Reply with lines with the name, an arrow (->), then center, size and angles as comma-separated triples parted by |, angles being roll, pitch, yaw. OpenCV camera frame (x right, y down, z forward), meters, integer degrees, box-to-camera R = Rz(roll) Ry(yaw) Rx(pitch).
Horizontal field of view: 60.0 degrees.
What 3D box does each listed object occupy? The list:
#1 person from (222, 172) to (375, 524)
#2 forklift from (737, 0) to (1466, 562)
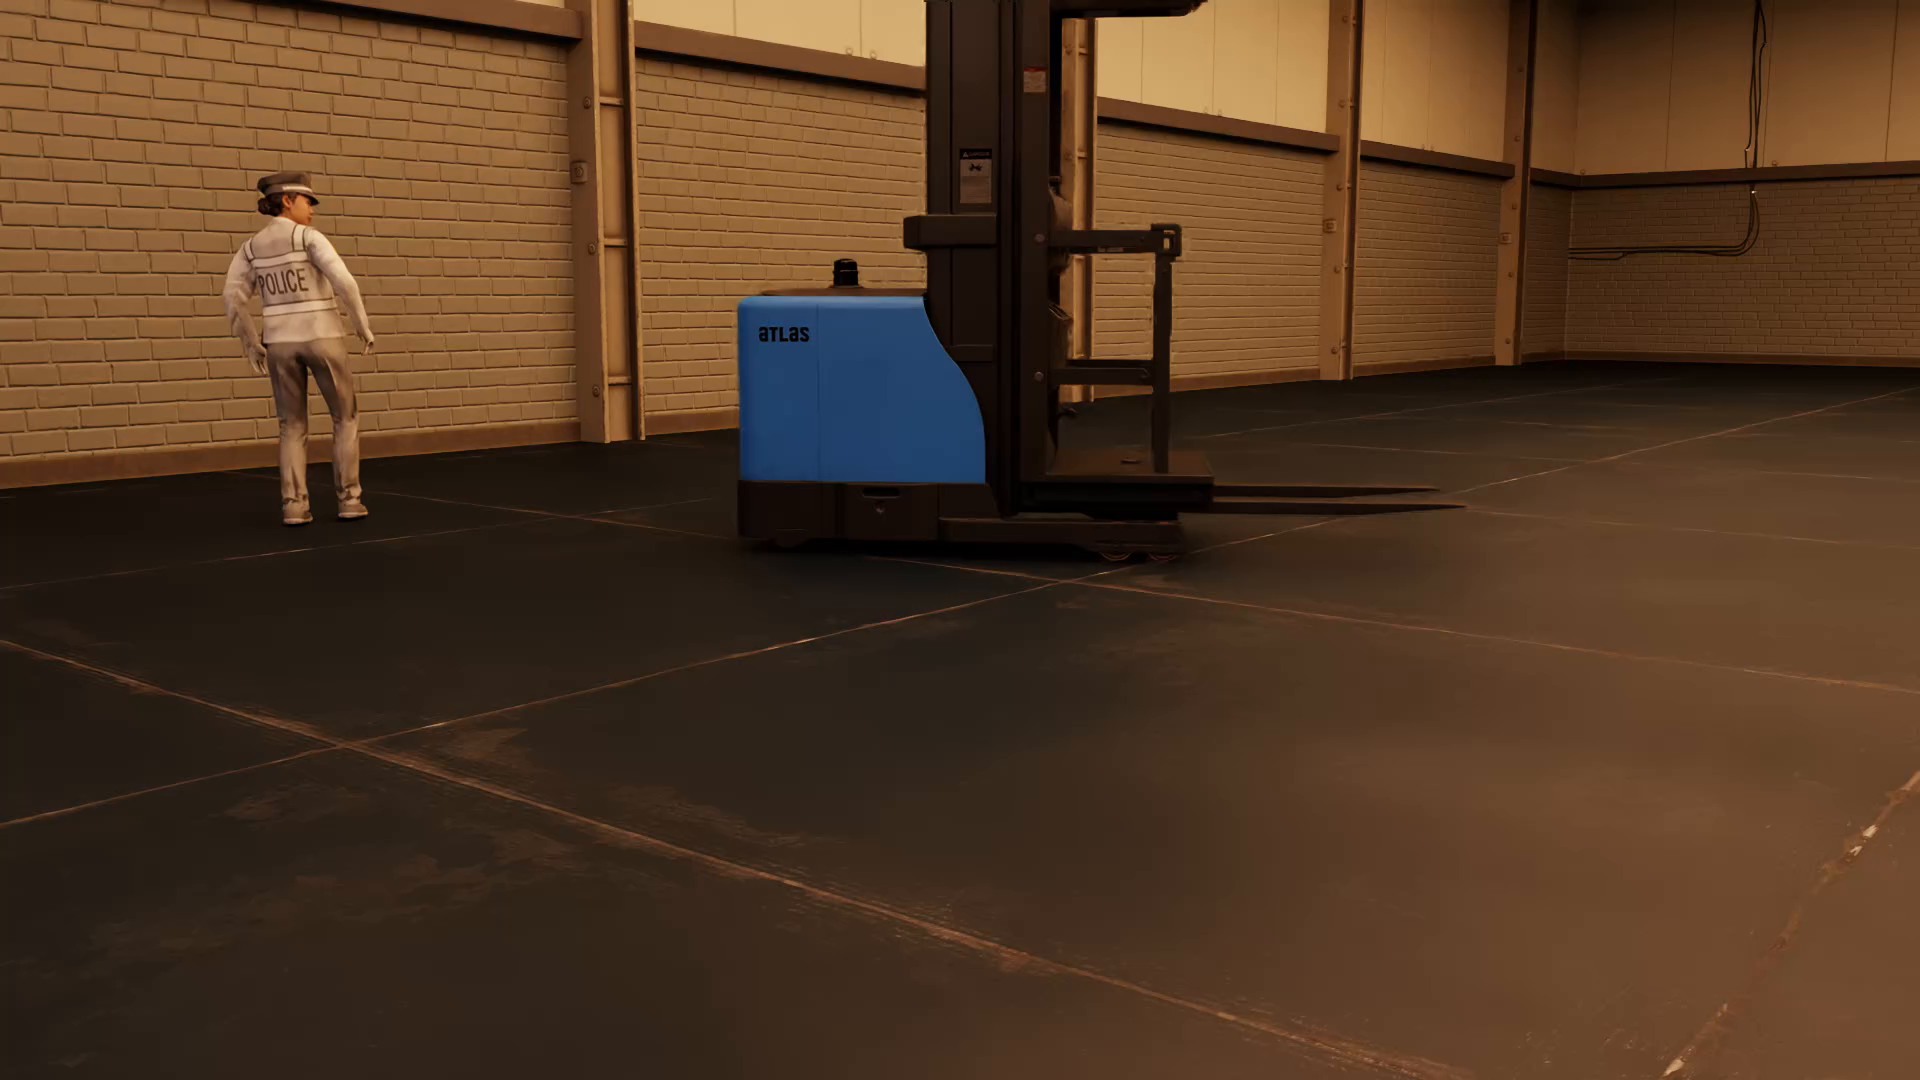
person -> -3.134, -0.907, 7.926 | 0.683, 1.652, 0.468 | 0, 8, 0
forklift -> 0.607, -1.441, 7.131 | 3.031, 2.935, 1.130 | 1, 8, 6
